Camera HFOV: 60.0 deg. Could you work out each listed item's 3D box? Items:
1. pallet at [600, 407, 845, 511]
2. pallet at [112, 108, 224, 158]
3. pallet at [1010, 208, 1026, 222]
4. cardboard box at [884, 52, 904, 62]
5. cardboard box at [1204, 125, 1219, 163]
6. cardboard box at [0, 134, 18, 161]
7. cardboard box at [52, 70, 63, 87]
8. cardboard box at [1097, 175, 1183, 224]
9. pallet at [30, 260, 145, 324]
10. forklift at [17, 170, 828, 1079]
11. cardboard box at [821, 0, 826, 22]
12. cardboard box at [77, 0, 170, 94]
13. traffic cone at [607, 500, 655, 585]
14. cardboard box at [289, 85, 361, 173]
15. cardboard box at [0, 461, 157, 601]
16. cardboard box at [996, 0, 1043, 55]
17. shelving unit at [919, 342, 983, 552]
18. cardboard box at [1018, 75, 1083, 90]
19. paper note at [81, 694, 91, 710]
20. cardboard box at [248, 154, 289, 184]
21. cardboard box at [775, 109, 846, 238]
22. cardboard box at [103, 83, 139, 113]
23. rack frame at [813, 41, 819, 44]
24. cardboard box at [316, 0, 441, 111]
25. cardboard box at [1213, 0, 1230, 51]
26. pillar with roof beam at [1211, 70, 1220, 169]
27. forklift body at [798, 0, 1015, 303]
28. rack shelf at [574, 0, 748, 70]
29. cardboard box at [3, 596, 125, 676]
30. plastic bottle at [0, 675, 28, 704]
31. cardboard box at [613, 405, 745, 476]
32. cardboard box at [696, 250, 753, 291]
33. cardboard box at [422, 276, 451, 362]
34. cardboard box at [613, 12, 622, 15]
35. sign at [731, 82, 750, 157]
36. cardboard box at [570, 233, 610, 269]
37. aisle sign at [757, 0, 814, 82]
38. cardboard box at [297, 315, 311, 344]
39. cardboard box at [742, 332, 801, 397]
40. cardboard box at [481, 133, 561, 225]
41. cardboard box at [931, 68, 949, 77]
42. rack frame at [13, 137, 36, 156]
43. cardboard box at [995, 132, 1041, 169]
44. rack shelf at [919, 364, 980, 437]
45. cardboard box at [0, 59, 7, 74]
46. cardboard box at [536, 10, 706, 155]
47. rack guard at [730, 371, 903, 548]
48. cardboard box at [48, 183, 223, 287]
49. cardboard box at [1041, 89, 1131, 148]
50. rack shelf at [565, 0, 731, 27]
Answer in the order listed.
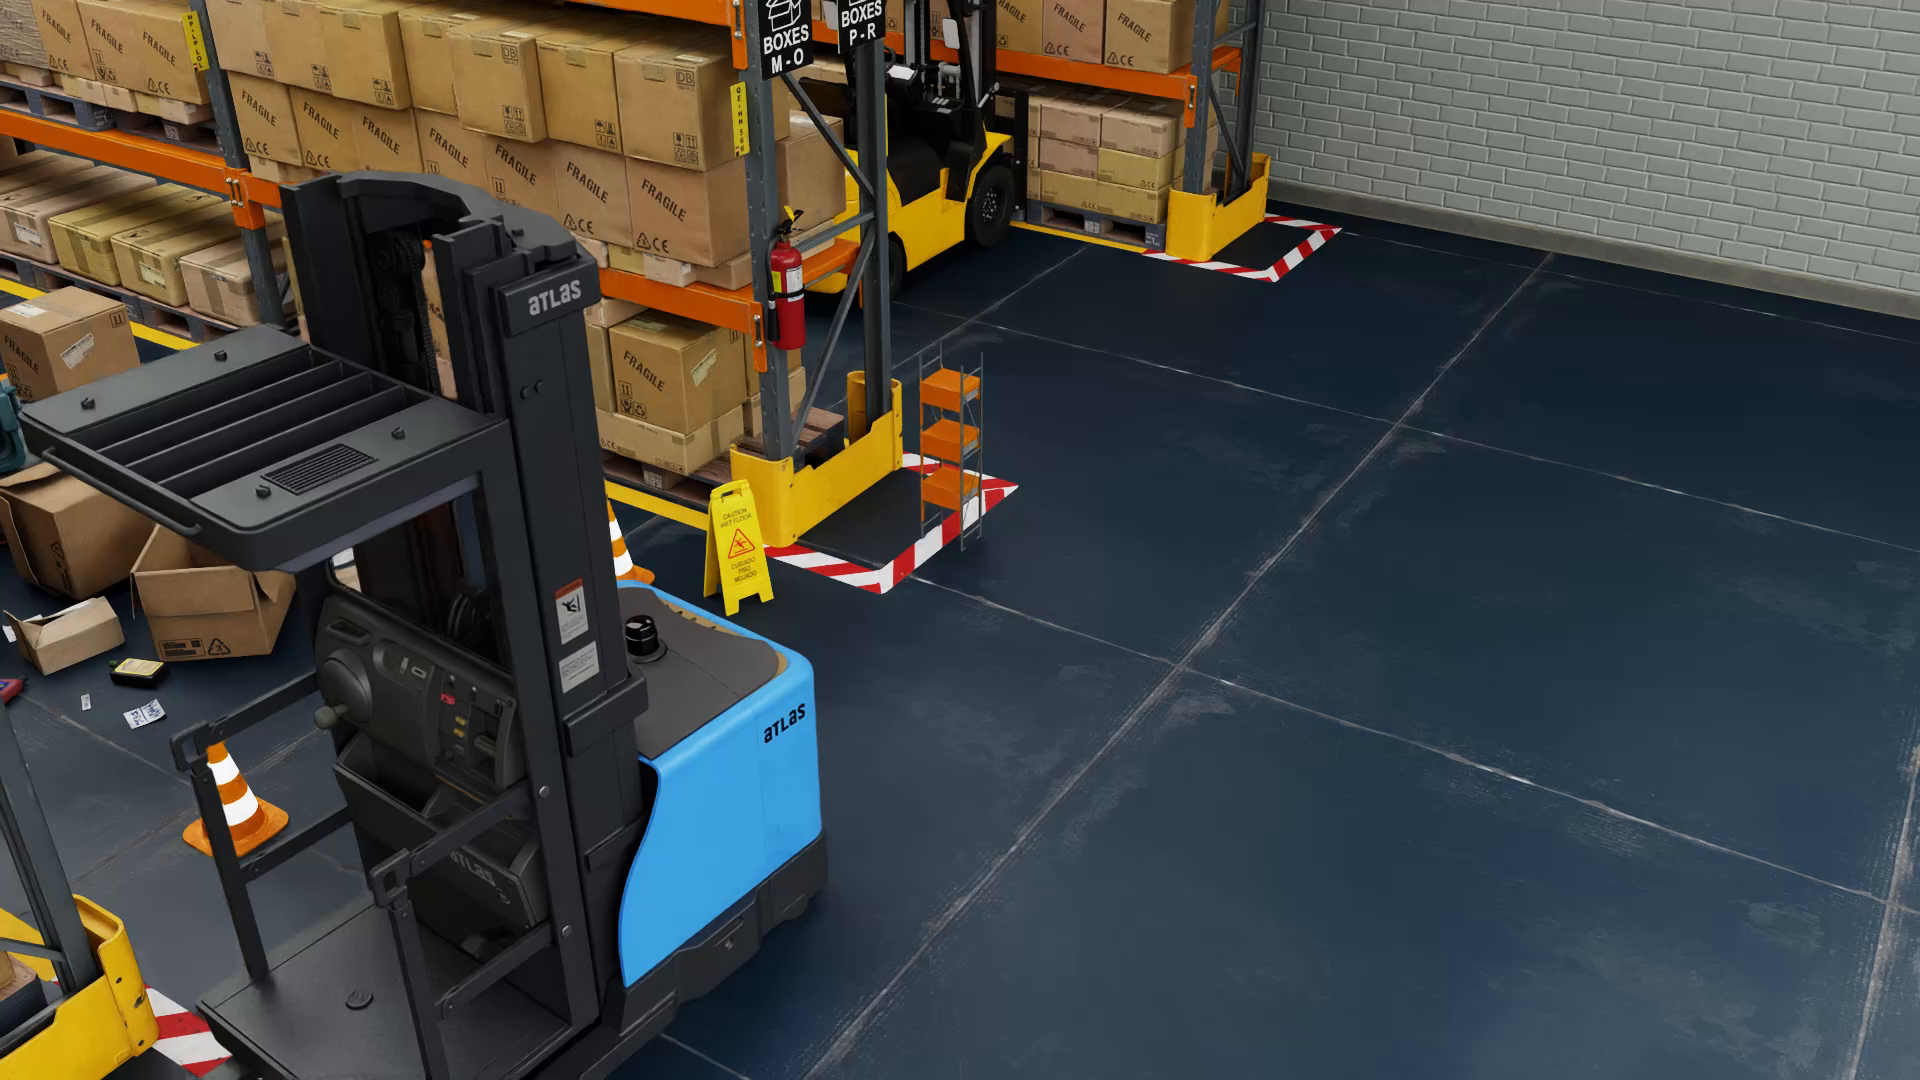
[{"bbox_3d":[-1.426,-0.565,9.510,1.213,0.211,1.003,18,35,27],"label":"pallet"},{"bbox_3d":[-4.651,-2.772,10.716,1.213,0.211,1.003,18,35,27],"label":"pallet"},{"bbox_3d":[0.244,-2.946,13.590,1.213,0.211,1.003,18,35,27],"label":"pallet"},{"bbox_3d":[-0.488,-3.955,13.872,0.500,0.250,0.500,17,34,27],"label":"cardboard box"},{"bbox_3d":[1.655,-3.060,12.835,0.500,0.250,0.500,18,35,28],"label":"cardboard box"},{"bbox_3d":[-8.009,-3.144,12.854,0.875,0.875,0.875,17,34,27],"label":"cardboard box"},{"bbox_3d":[-5.688,-3.075,10.877,0.250,0.149,0.380,16,34,26],"label":"cardboard box"},{"bbox_3d":[1.377,-2.621,12.578,0.500,0.250,0.500,18,35,28],"label":"cardboard box"},{"bbox_3d":[-5.778,-1.918,11.828,1.213,0.211,1.003,18,35,27],"label":"pallet"},{"bbox_3d":[-1.796,0.529,4.935,1.130,2.935,3.031,21,36,31],"label":"forklift"},{"bbox_3d":[-0.758,-4.388,13.196,0.500,0.500,0.500,18,35,28],"label":"cardboard box"},{"bbox_3d":[-5.015,-3.099,10.275,0.500,0.500,0.500,18,35,28],"label":"cardboard box"},{"bbox_3d":[-1.743,0.014,8.266,0.334,0.463,0.336,18,35,27],"label":"traffic cone"},{"bbox_3d":[-3.419,-2.399,9.490,0.500,0.500,0.500,17,34,27],"label":"cardboard box"},{"bbox_3d":[-4.323,-0.134,8.346,0.503,0.637,0.797,18,35,27],"label":"cardboard box"},{"bbox_3d":[0.518,-3.979,12.495,0.500,0.500,0.500,17,34,26],"label":"cardboard box"},{"bbox_3d":[-0.045,-0.468,8.510,0.252,1.050,0.215,18,35,27],"label":"shelving unit"},{"bbox_3d":[0.793,-3.542,13.165,0.500,0.250,0.500,17,34,27],"label":"cardboard box"},{"bbox_3d":[-3.937,0.730,7.489,0.032,0.001,0.123,-15,33,-24],"label":"paper note"},{"bbox_3d":[-3.984,-2.258,9.894,0.250,0.149,0.380,17,34,27],"label":"cardboard box"},{"bbox_3d":[-0.947,-1.934,8.693,0.500,0.500,0.500,17,34,27],"label":"cardboard box"},{"bbox_3d":[-5.115,-2.813,10.428,0.250,0.149,0.380,17,34,27],"label":"cardboard box"},{"bbox_3d":[-1.445,-4.708,13.843,0.127,3.000,1.000,18,35,27],"label":"rack frame"},{"bbox_3d":[-2.991,-2.689,8.996,0.500,0.500,0.700,17,34,26],"label":"cardboard box"},{"bbox_3d":[1.671,-3.931,12.412,0.500,0.500,0.500,19,35,29],"label":"cardboard box"},{"bbox_3d":[-0.456,-4.961,8.324,0.400,9.000,9.100,18,35,27],"label":"pillar with roof beam"},{"bbox_3d":[-0.633,-2.999,11.756,1.214,2.155,2.313,18,35,27],"label":"forklift body"},{"bbox_3d":[-2.387,-3.037,8.717,4.000,0.370,1.077,18,35,27],"label":"rack shelf"},{"bbox_3d":[-4.192,0.407,7.789,0.258,0.266,0.396,24,38,35],"label":"cardboard box"},{"bbox_3d":[-4.345,0.696,7.497,0.133,0.061,0.283,6,31,10],"label":"plastic bottle"},{"bbox_3d":[-1.541,-0.619,9.145,0.500,0.250,0.500,17,34,27],"label":"cardboard box"},{"bbox_3d":[-1.123,-1.417,8.452,0.250,0.149,0.380,19,35,29],"label":"cardboard box"},{"bbox_3d":[-2.827,-1.355,9.663,0.500,0.500,0.500,20,36,30],"label":"cardboard box"},{"bbox_3d":[-3.184,-4.410,15.273,0.625,0.625,0.875,16,34,25],"label":"cardboard box"},{"bbox_3d":[-1.005,-1.922,7.605,0.005,0.325,0.100,18,35,27],"label":"sign"},{"bbox_3d":[-1.837,-1.571,8.716,0.250,0.149,0.380,18,35,28],"label":"cardboard box"},{"bbox_3d":[-0.795,-2.499,7.477,0.004,0.787,0.394,18,35,27],"label":"aisle sign"},{"bbox_3d":[-3.725,-1.309,10.328,0.500,0.250,0.500,16,34,25],"label":"cardboard box"},{"bbox_3d":[-1.249,-1.175,9.354,0.500,0.500,0.500,16,34,26],"label":"cardboard box"},{"bbox_3d":[-2.143,-1.988,8.786,0.500,0.500,0.500,17,34,27],"label":"cardboard box"},{"bbox_3d":[-0.347,-3.600,13.264,0.500,0.250,0.500,19,35,29],"label":"cardboard box"},{"bbox_3d":[-7.469,-3.660,12.047,0.127,3.000,1.000,18,35,27],"label":"rack frame"},{"bbox_3d":[0.497,-3.111,12.922,0.500,0.250,0.500,17,34,26],"label":"cardboard box"},{"bbox_3d":[-0.045,-0.704,8.372,0.240,0.259,0.215,18,35,27],"label":"rack shelf"},{"bbox_3d":[-6.396,-3.269,11.210,0.250,0.149,0.380,20,36,30],"label":"cardboard box"},{"bbox_3d":[-1.666,-2.303,8.334,0.500,0.500,0.700,18,35,28],"label":"cardboard box"},{"bbox_3d":[-0.757,-0.457,9.038,0.348,0.500,1.175,18,35,27],"label":"rack guard"},{"bbox_3d":[-5.727,-2.151,11.651,0.625,0.372,0.950,19,35,29],"label":"cardboard box"},{"bbox_3d":[0.951,-3.186,12.555,0.500,0.250,0.500,18,35,28],"label":"cardboard box"},{"bbox_3d":[-3.139,-4.933,14.943,4.000,0.370,1.077,18,35,27],"label":"rack shelf"}]
